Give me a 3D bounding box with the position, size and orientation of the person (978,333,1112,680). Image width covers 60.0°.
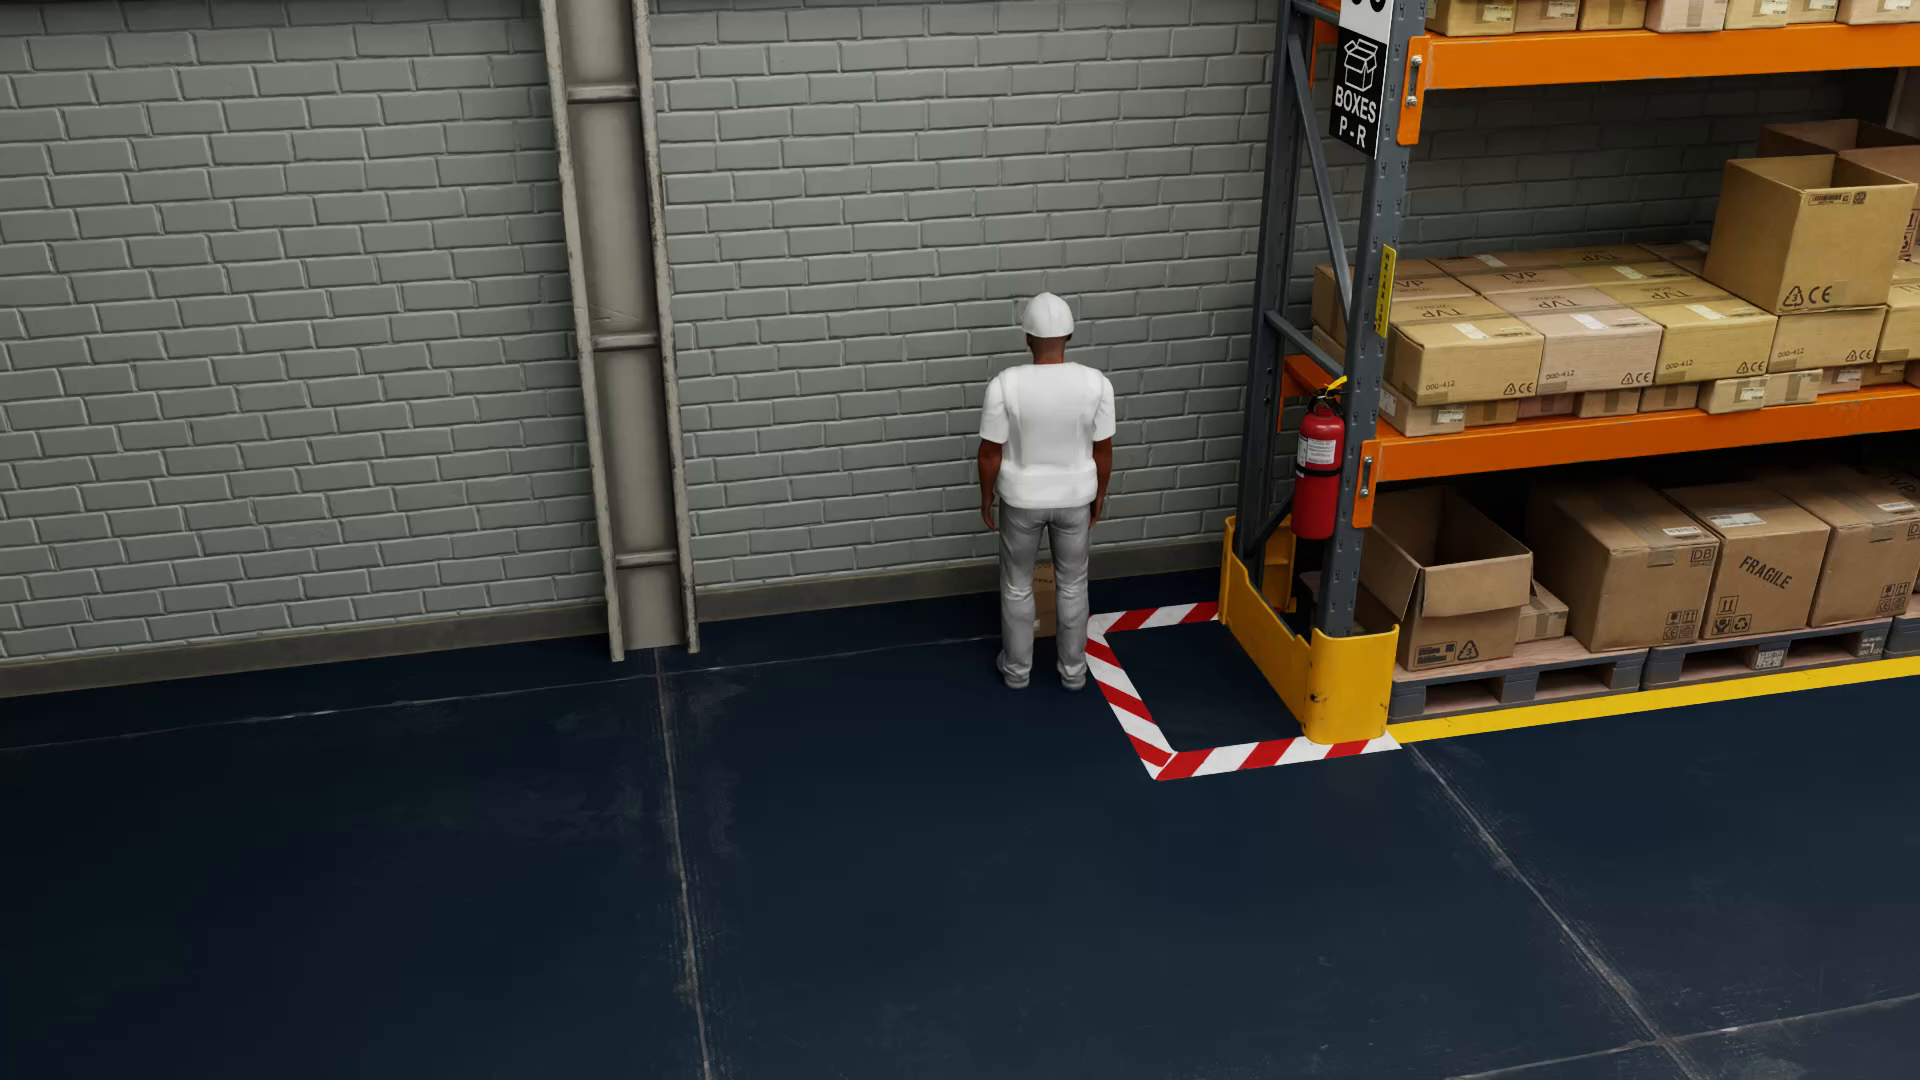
[{"bbox_3d":[0.351,-0.193,6.950,0.560,1.664,0.301,-2,27,-4],"label":"person"}]
